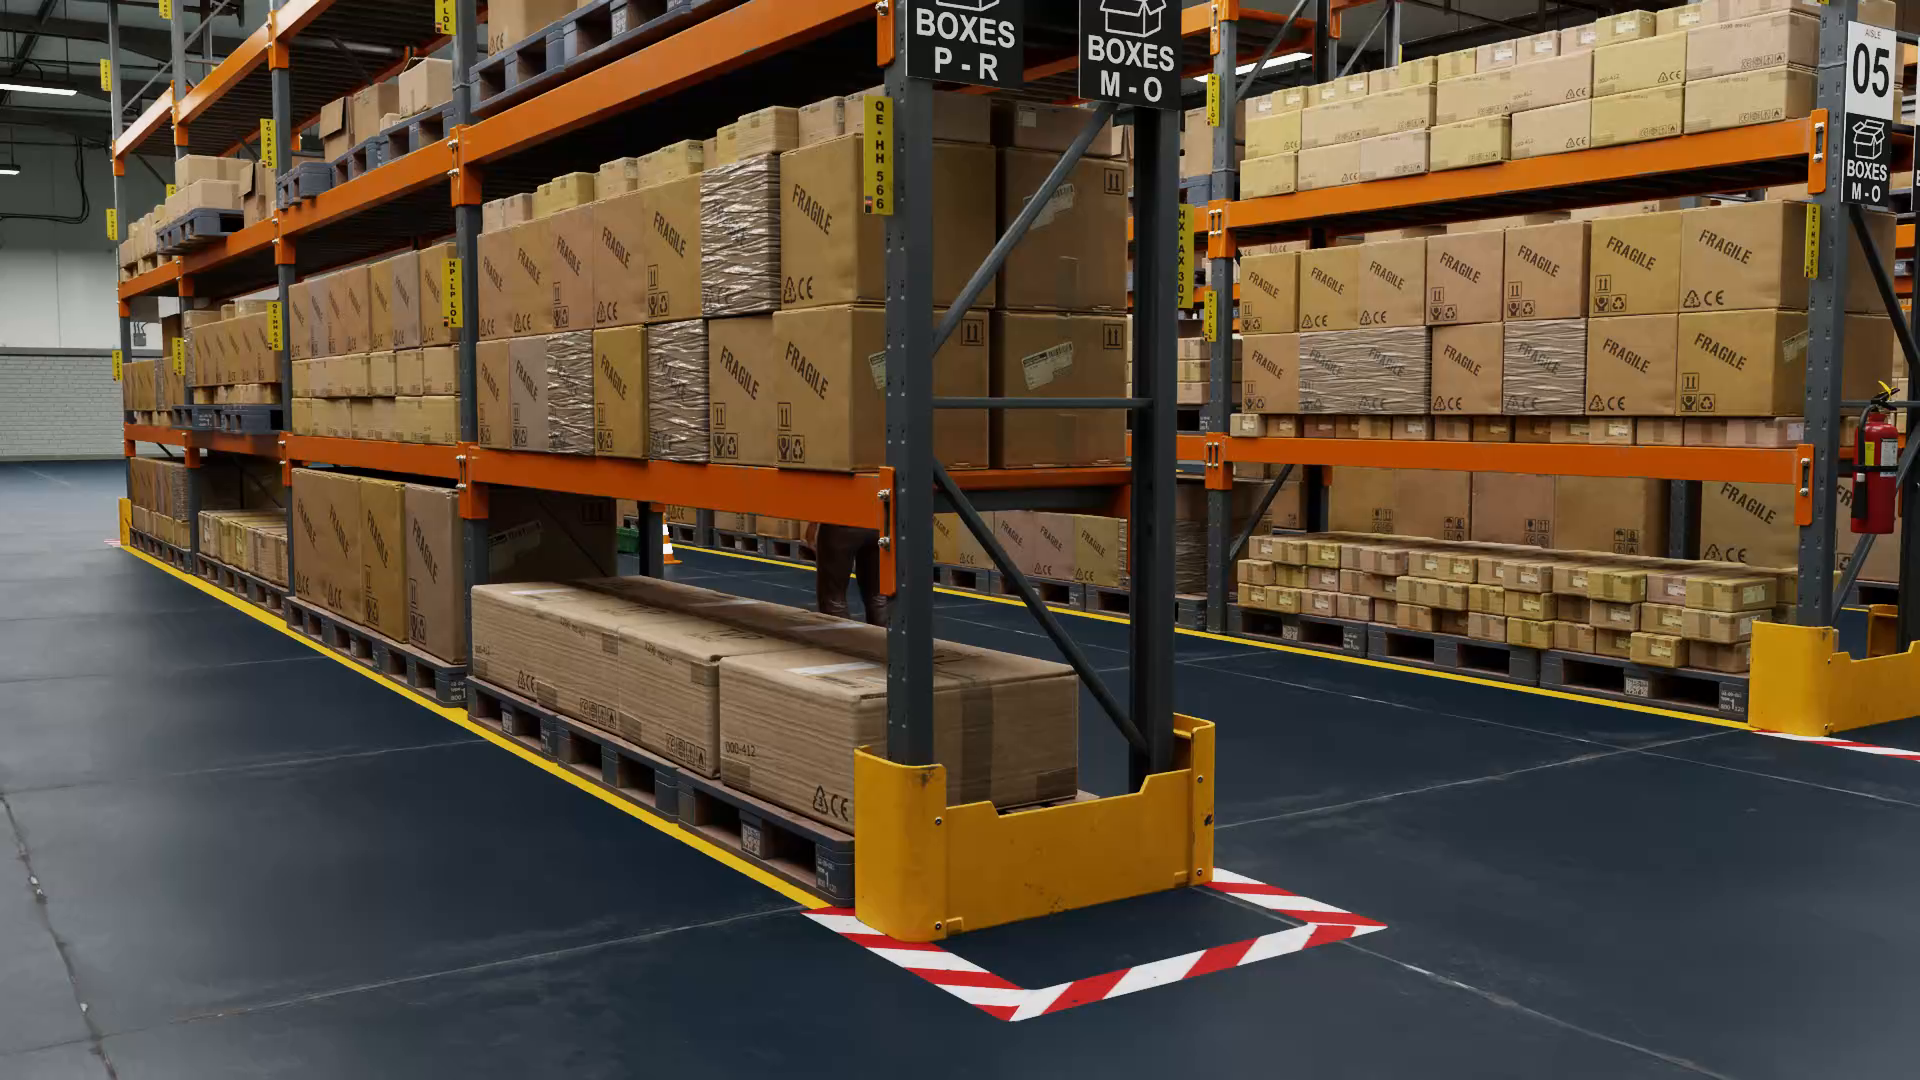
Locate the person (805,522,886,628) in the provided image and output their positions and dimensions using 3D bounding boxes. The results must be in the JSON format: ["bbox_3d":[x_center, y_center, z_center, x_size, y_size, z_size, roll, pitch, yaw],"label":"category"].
[{"bbox_3d":[-0.582,-0.077,8.927,0.585,1.720,0.379,-3,6,-37],"label":"person"}]
